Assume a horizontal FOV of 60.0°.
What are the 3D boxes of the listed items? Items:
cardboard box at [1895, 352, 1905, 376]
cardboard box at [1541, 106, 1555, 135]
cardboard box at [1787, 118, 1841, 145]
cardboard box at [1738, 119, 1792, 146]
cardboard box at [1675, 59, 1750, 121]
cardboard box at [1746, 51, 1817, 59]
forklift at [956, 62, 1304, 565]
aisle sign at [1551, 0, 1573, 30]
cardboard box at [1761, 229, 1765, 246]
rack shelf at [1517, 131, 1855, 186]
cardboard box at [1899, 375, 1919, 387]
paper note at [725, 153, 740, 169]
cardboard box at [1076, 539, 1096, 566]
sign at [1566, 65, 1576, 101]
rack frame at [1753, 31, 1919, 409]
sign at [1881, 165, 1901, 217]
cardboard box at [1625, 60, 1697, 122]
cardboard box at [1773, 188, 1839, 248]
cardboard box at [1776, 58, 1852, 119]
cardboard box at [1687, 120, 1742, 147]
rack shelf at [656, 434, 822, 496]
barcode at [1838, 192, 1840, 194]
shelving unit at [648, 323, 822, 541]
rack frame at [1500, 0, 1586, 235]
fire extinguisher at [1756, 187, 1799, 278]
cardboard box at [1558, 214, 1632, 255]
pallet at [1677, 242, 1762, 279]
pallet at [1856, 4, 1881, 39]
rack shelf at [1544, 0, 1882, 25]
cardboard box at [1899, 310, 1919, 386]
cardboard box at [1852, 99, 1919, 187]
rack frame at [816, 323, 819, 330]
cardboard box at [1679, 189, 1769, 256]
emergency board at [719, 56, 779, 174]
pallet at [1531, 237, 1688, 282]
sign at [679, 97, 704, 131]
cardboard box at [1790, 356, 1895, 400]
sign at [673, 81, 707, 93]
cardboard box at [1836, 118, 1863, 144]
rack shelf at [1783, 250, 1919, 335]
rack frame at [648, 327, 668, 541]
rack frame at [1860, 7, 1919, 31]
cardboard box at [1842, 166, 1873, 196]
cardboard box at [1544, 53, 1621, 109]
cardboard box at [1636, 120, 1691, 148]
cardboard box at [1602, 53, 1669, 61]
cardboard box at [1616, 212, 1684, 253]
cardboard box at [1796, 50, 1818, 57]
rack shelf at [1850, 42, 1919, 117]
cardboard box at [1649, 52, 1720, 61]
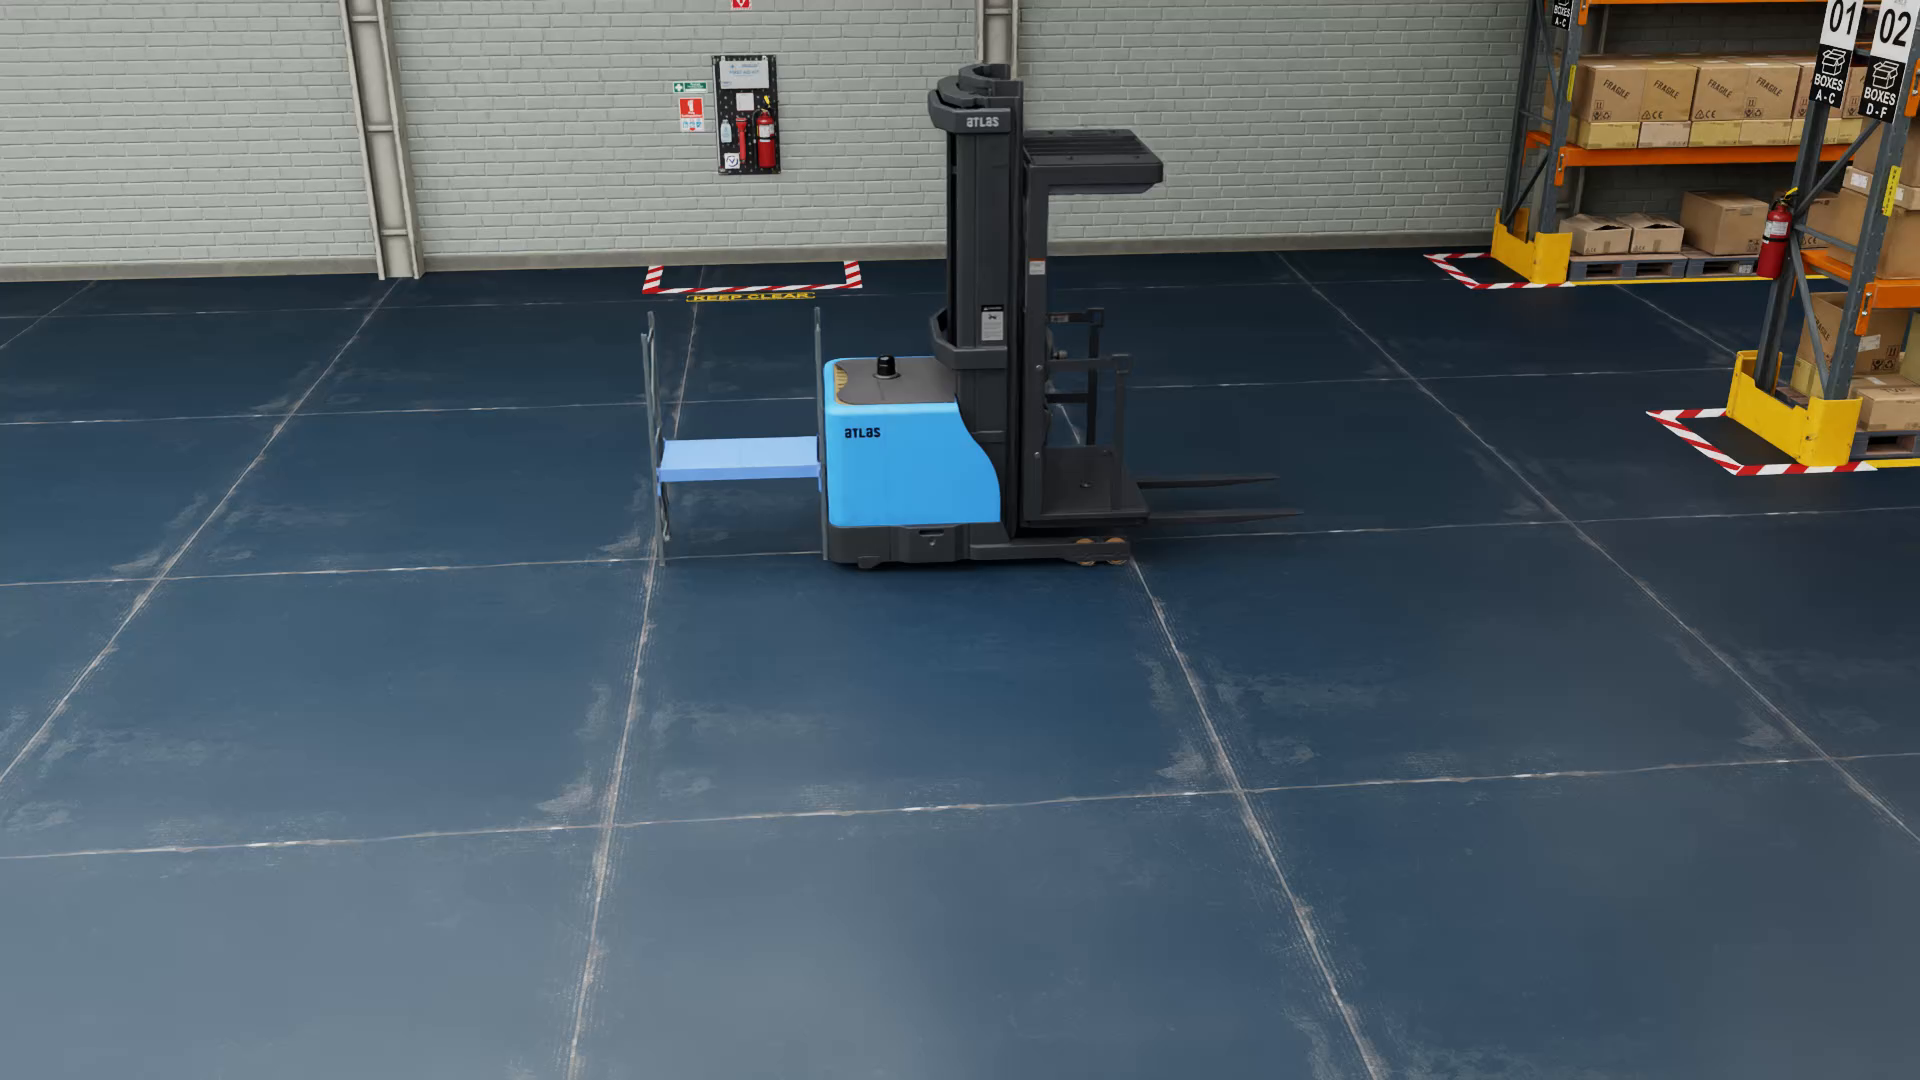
[{"bbox_3d":[7.206,-1.238,12.709,0.500,0.250,0.500,-2,24,-5],"label":"cardboard box"},{"bbox_3d":[6.160,-4.176,16.613,0.500,0.250,0.500,-2,24,-4],"label":"cardboard box"},{"bbox_3d":[8.258,-4.055,16.339,0.500,0.250,0.500,-2,24,-5],"label":"cardboard box"},{"bbox_3d":[7.757,-4.034,16.293,0.500,0.250,0.500,-2,24,-5],"label":"cardboard box"},{"bbox_3d":[7.227,-4.353,16.088,0.500,0.500,0.500,-3,24,-7],"label":"cardboard box"},{"bbox_3d":[8.195,-4.610,16.666,0.500,0.500,0.500,-2,24,-4],"label":"cardboard box"},{"bbox_3d":[0.655,-1.389,10.266,3.031,2.935,1.121,-2,24,-4],"label":"forklift"},{"bbox_3d":[5.672,-5.202,15.561,0.004,0.787,0.394,-2,24,-5],"label":"aisle sign"},{"bbox_3d":[8.101,-3.141,17.092,0.250,0.149,0.380,-4,24,-9],"label":"cardboard box"},{"bbox_3d":[7.705,-3.890,16.694,4.000,0.370,1.077,-2,24,-5],"label":"rack shelf"},{"bbox_3d":[7.258,-1.025,12.231,0.500,0.250,0.500,-2,24,-5],"label":"cardboard box"},{"bbox_3d":[-2.291,-3.812,16.717,0.142,0.148,0.016,-2,24,-5],"label":"paper note"},{"bbox_3d":[0.784,0.076,10.386,0.160,0.156,0.130,-3,24,-6],"label":"cardboard box"},{"bbox_3d":[5.768,-4.315,15.699,0.005,0.325,0.100,-2,24,-5],"label":"sign"},{"bbox_3d":[6.205,-2.136,11.864,0.127,3.000,1.000,-2,24,-5],"label":"rack frame"},{"bbox_3d":[6.253,-2.344,11.166,0.005,0.325,0.100,-2,24,-5],"label":"sign"},{"bbox_3d":[6.712,-4.335,16.047,0.500,0.500,0.500,-2,24,-5],"label":"cardboard box"},{"bbox_3d":[8.666,-3.299,17.016,0.500,0.500,0.500,-4,24,-9],"label":"cardboard box"},{"bbox_3d":[8.256,-4.400,16.192,0.500,0.500,0.500,-3,24,-7],"label":"cardboard box"},{"bbox_3d":[7.254,-4.015,16.249,0.500,0.250,0.500,-3,24,-6],"label":"cardboard box"},{"bbox_3d":[-1.372,-0.473,10.410,1.000,0.185,0.538,-2,24,-4],"label":"rack shelf"},{"bbox_3d":[9.134,-3.579,17.250,0.075,0.075,0.001,-2,24,-5],"label":"barcode"},{"bbox_3d":[-1.372,-0.637,10.337,1.030,1.308,0.538,-2,24,-4],"label":"shelving unit"},{"bbox_3d":[5.714,-4.139,16.368,0.127,3.000,1.000,-2,24,-5],"label":"rack frame"},{"bbox_3d":[6.042,-2.284,12.291,0.183,0.674,0.296,-2,24,-5],"label":"fire extinguisher"},{"bbox_3d":[6.412,-3.102,16.805,0.500,0.311,0.500,-5,24,-11],"label":"cardboard box"},{"bbox_3d":[7.813,-2.933,17.089,1.213,0.211,1.003,-2,24,-5],"label":"pallet"},{"bbox_3d":[6.911,-3.485,11.312,1.213,0.211,1.003,-2,24,-5],"label":"pallet"},{"bbox_3d":[7.705,-5.260,16.085,4.000,0.370,1.077,-2,24,-5],"label":"rack shelf"},{"bbox_3d":[7.258,-1.367,12.077,0.500,0.500,0.500,-2,24,-5],"label":"cardboard box"},{"bbox_3d":[6.723,-2.791,11.615,0.500,0.500,0.700,-2,24,-5],"label":"cardboard box"},{"bbox_3d":[-0.865,-0.654,10.375,0.013,1.308,0.475,-2,24,-4],"label":"rack frame"},{"bbox_3d":[7.714,-3.220,16.838,0.500,0.500,0.700,-4,24,-8],"label":"cardboard box"},{"bbox_3d":[-2.104,-4.193,16.491,0.636,1.158,0.192,-2,24,-5],"label":"emergency board"},{"bbox_3d":[6.602,-2.886,16.982,1.213,0.211,1.003,-2,24,-5],"label":"pallet"},{"bbox_3d":[-2.668,-4.229,16.528,0.234,0.329,0.001,-2,24,-5],"label":"sign"},{"bbox_3d":[6.710,-1.213,12.654,0.500,0.250,0.500,-2,24,-5],"label":"cardboard box"},{"bbox_3d":[-2.663,-4.468,16.413,0.331,0.109,0.001,-2,24,-5],"label":"sign"},{"bbox_3d":[8.757,-4.081,16.398,0.500,0.250,0.500,-2,24,-5],"label":"cardboard box"},{"bbox_3d":[8.195,-1.888,12.189,4.000,0.370,1.077,-2,24,-5],"label":"rack shelf"},{"bbox_3d":[-1.878,-0.619,10.296,0.013,1.308,0.475,-2,24,-4],"label":"rack frame"},{"bbox_3d":[6.205,-4.878,10.645,0.127,3.000,1.000,-2,24,-5],"label":"rack frame"},{"bbox_3d":[6.566,-2.571,11.919,0.250,0.149,0.380,-3,24,-6],"label":"cardboard box"},{"bbox_3d":[6.162,-4.527,16.478,0.500,0.500,0.500,-3,24,-6],"label":"cardboard box"},{"bbox_3d":[6.746,-3.997,16.209,0.500,0.250,0.500,-3,24,-7],"label":"cardboard box"},{"bbox_3d":[6.664,-4.543,16.514,0.500,0.500,0.500,-2,24,-4],"label":"cardboard box"},{"bbox_3d":[6.979,-3.125,16.856,0.500,0.311,0.500,0,24,-1],"label":"cardboard box"},{"bbox_3d":[8.692,-4.628,16.706,0.500,0.500,0.500,-2,24,-5],"label":"cardboard box"},{"bbox_3d":[8.195,-3.258,11.580,4.000,0.370,1.077,-2,24,-5],"label":"rack shelf"},{"bbox_3d":[15.270,0.065,5.669,13.577,0.889,26.022,-3,24,-7],"label":"cardboard box"}]
